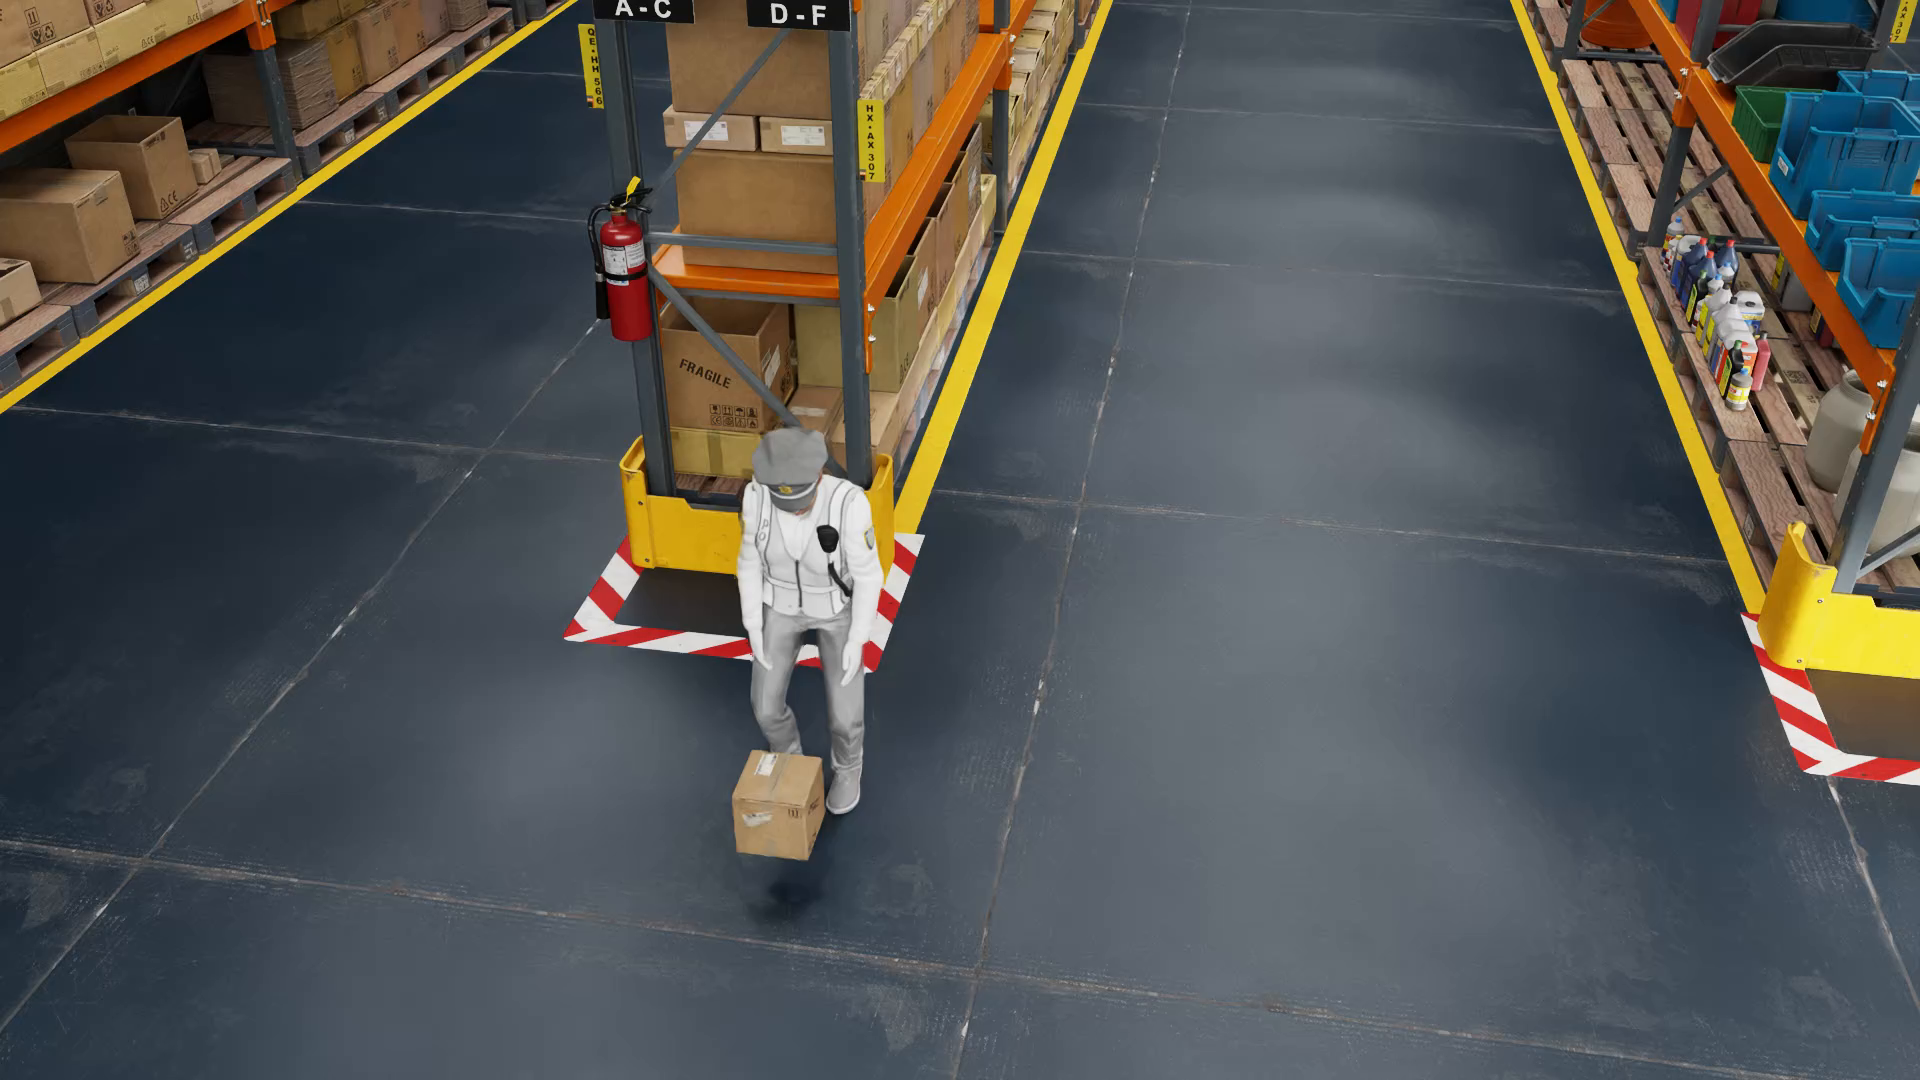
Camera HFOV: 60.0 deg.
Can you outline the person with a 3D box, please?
[{"bbox_3d":[-0.514,0.286,5.784,0.516,1.576,0.526,6,33,9],"label":"person"}]
